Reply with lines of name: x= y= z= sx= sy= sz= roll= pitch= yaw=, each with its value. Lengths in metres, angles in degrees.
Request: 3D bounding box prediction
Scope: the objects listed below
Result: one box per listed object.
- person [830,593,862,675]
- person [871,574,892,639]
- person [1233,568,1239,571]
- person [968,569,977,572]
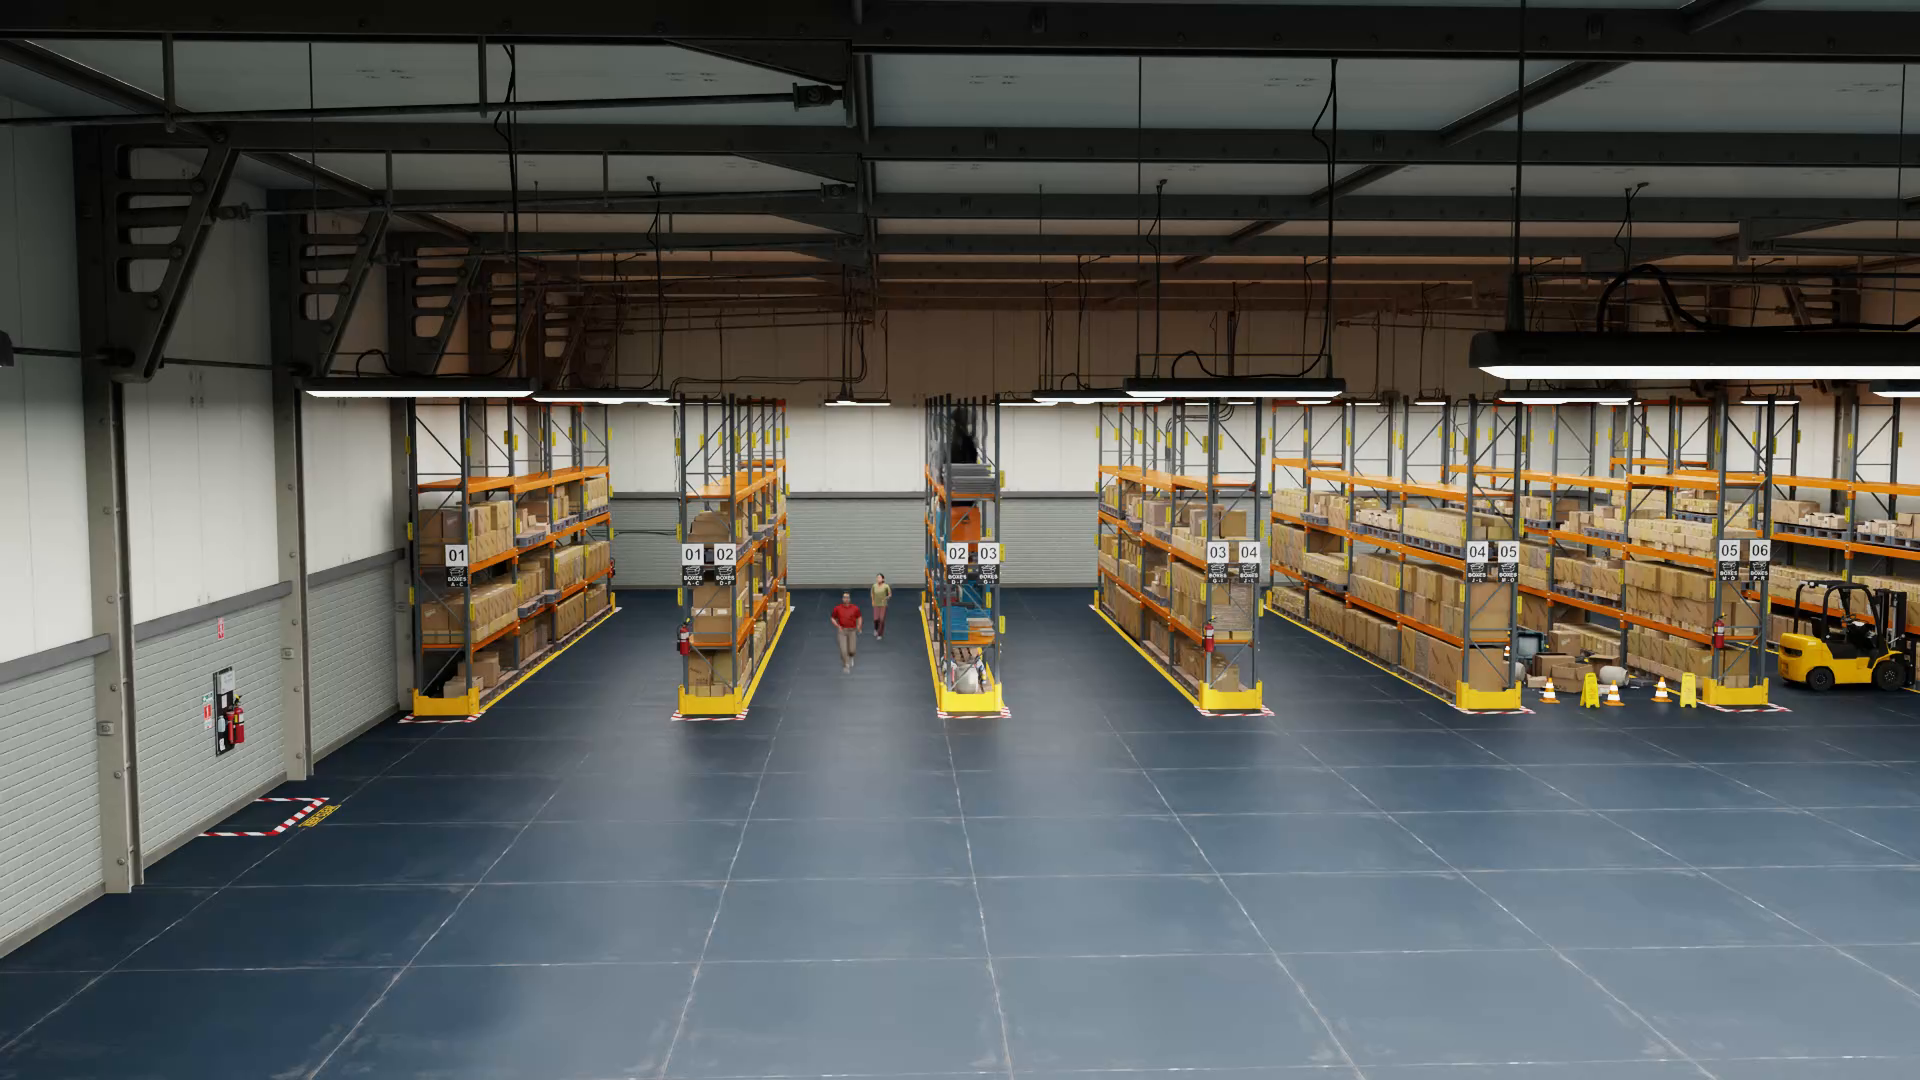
person: x=-2.361 y=1.938 z=34.611 sx=0.665 sy=1.688 sz=0.603 roll=-1 pitch=5 yaw=-9
person: x=-1.971 y=1.648 z=41.251 sx=0.566 sy=1.637 sz=0.542 roll=1 pitch=5 yaw=7
person: x=7.739 y=1.150 z=47.648 sx=0.660 sy=1.679 sz=0.742 roll=2 pitch=5 yaw=29
person: x=0.204 y=1.082 z=48.448 sx=0.762 sy=1.706 sz=0.615 roll=1 pitch=5 yaw=17
